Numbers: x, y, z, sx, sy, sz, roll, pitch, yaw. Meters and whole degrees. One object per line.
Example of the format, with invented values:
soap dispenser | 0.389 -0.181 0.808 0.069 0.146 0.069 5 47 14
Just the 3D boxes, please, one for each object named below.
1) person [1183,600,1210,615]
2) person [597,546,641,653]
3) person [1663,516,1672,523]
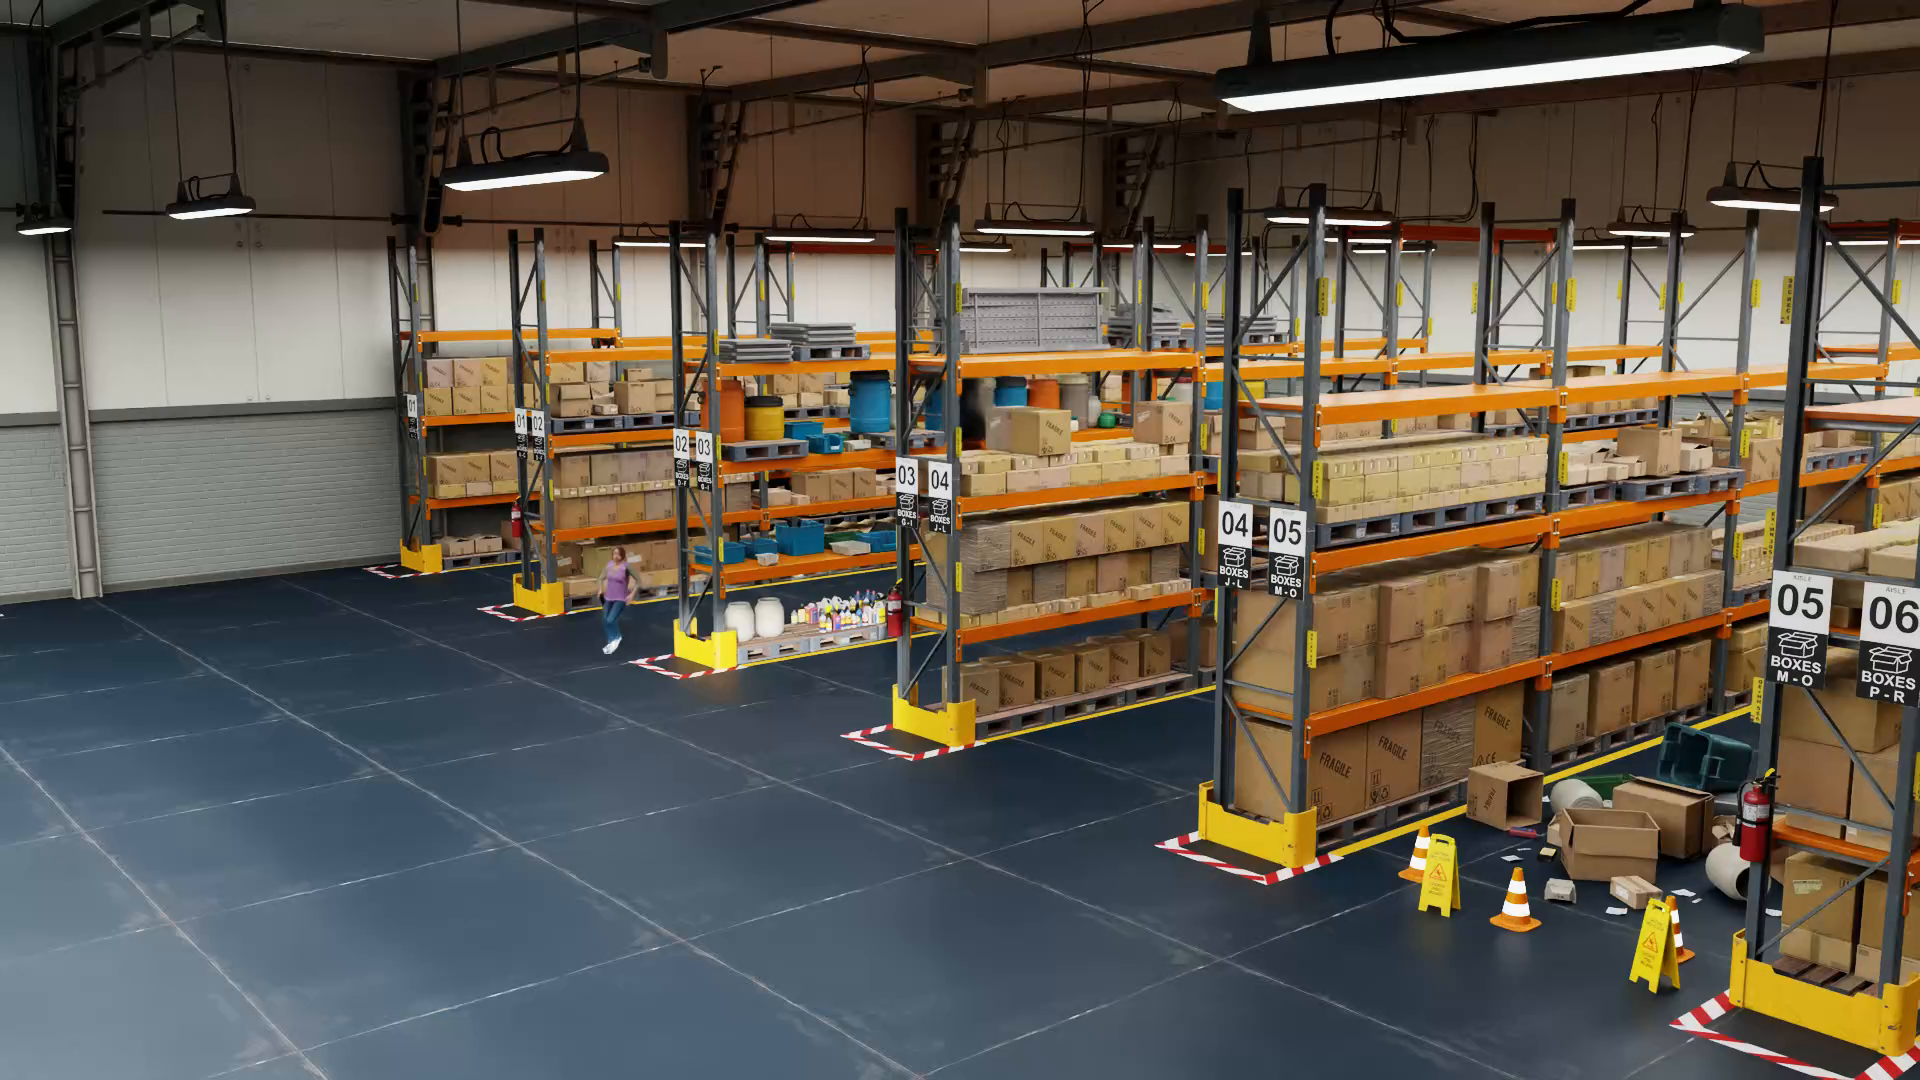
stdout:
person | 3.697 0.374 26.041 0.556 1.691 0.680 9 12 44
person | -4.798 0.841 23.233 0.599 1.544 0.548 3 9 20
person | 10.564 0.491 24.921 0.714 1.777 1.172 8 12 42
